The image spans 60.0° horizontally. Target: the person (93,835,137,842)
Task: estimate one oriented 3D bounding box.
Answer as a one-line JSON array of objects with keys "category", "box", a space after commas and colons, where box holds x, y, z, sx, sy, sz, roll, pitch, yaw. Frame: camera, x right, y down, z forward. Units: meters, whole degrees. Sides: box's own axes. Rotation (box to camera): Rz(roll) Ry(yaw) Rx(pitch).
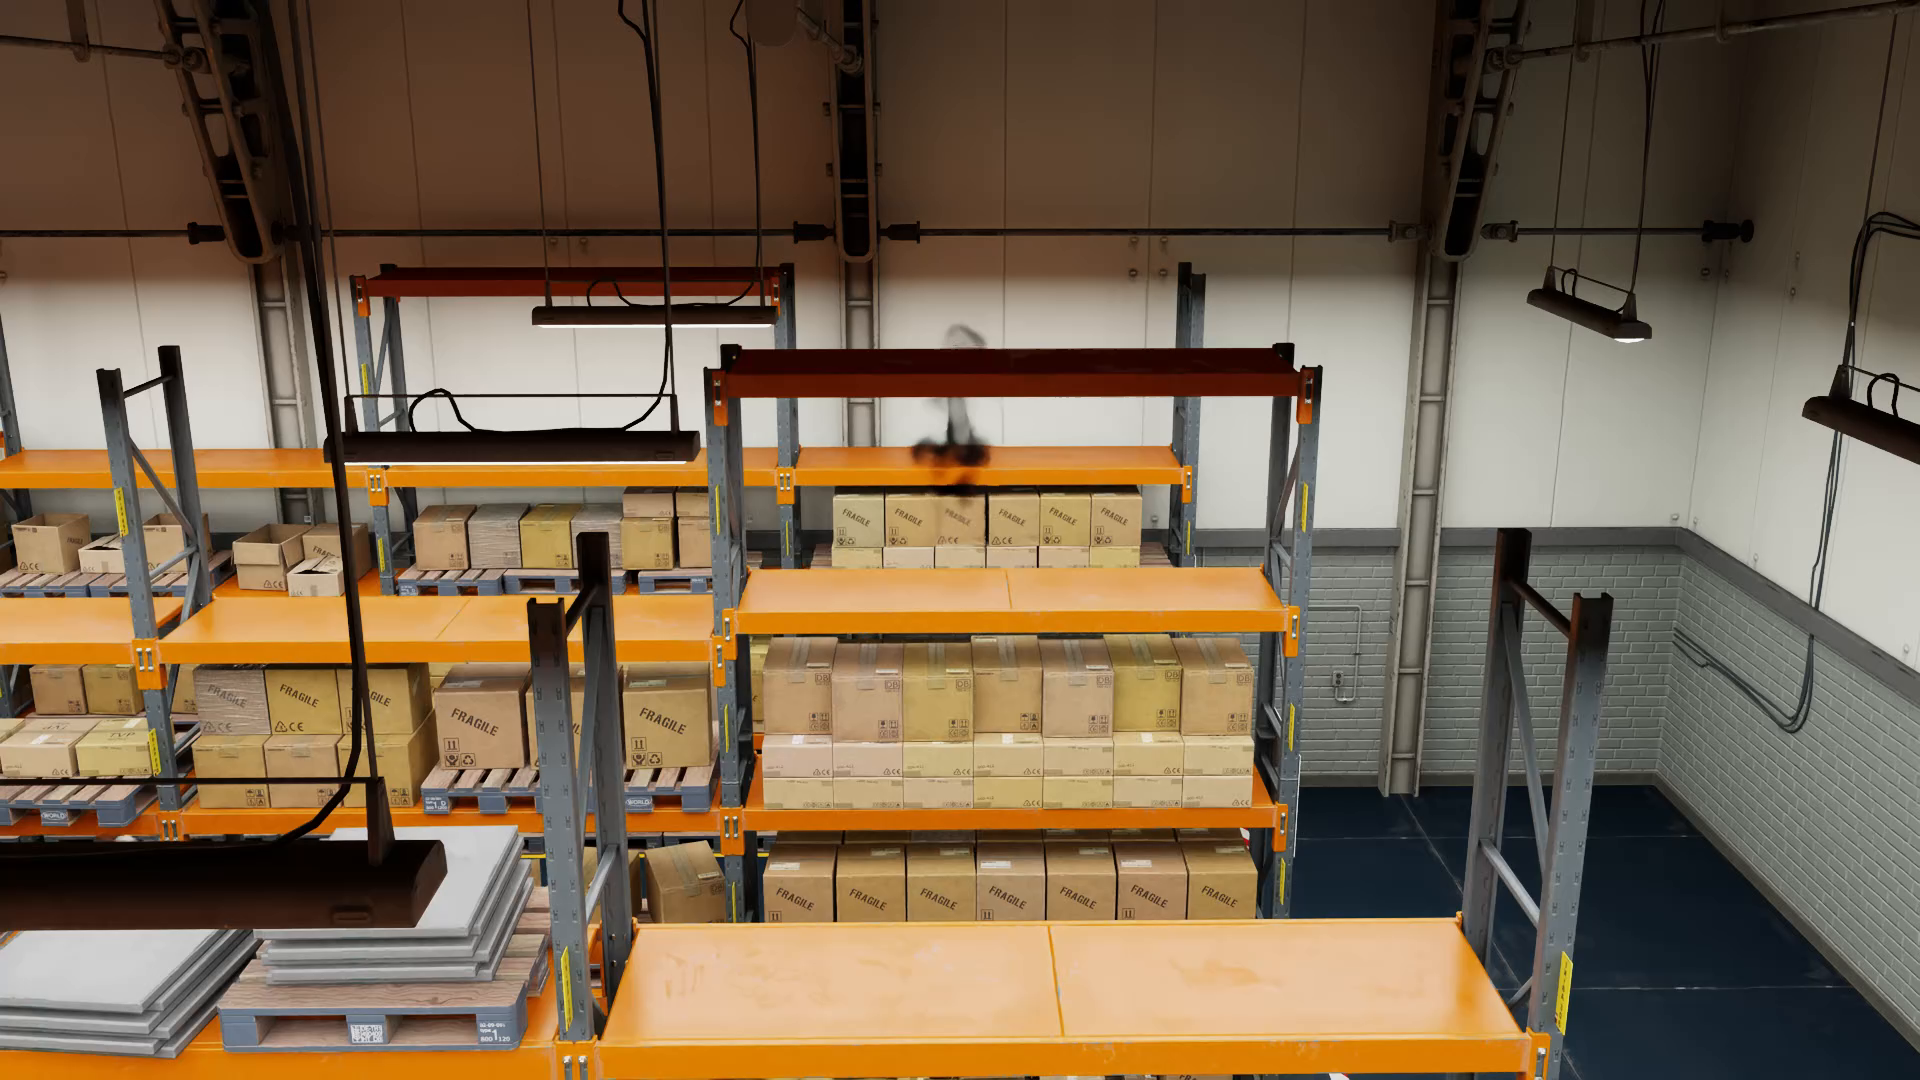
[{"category": "person", "box": [-7.352, 3.171, 14.557, 0.767, 1.746, 0.661, -2, 16, -6]}]
